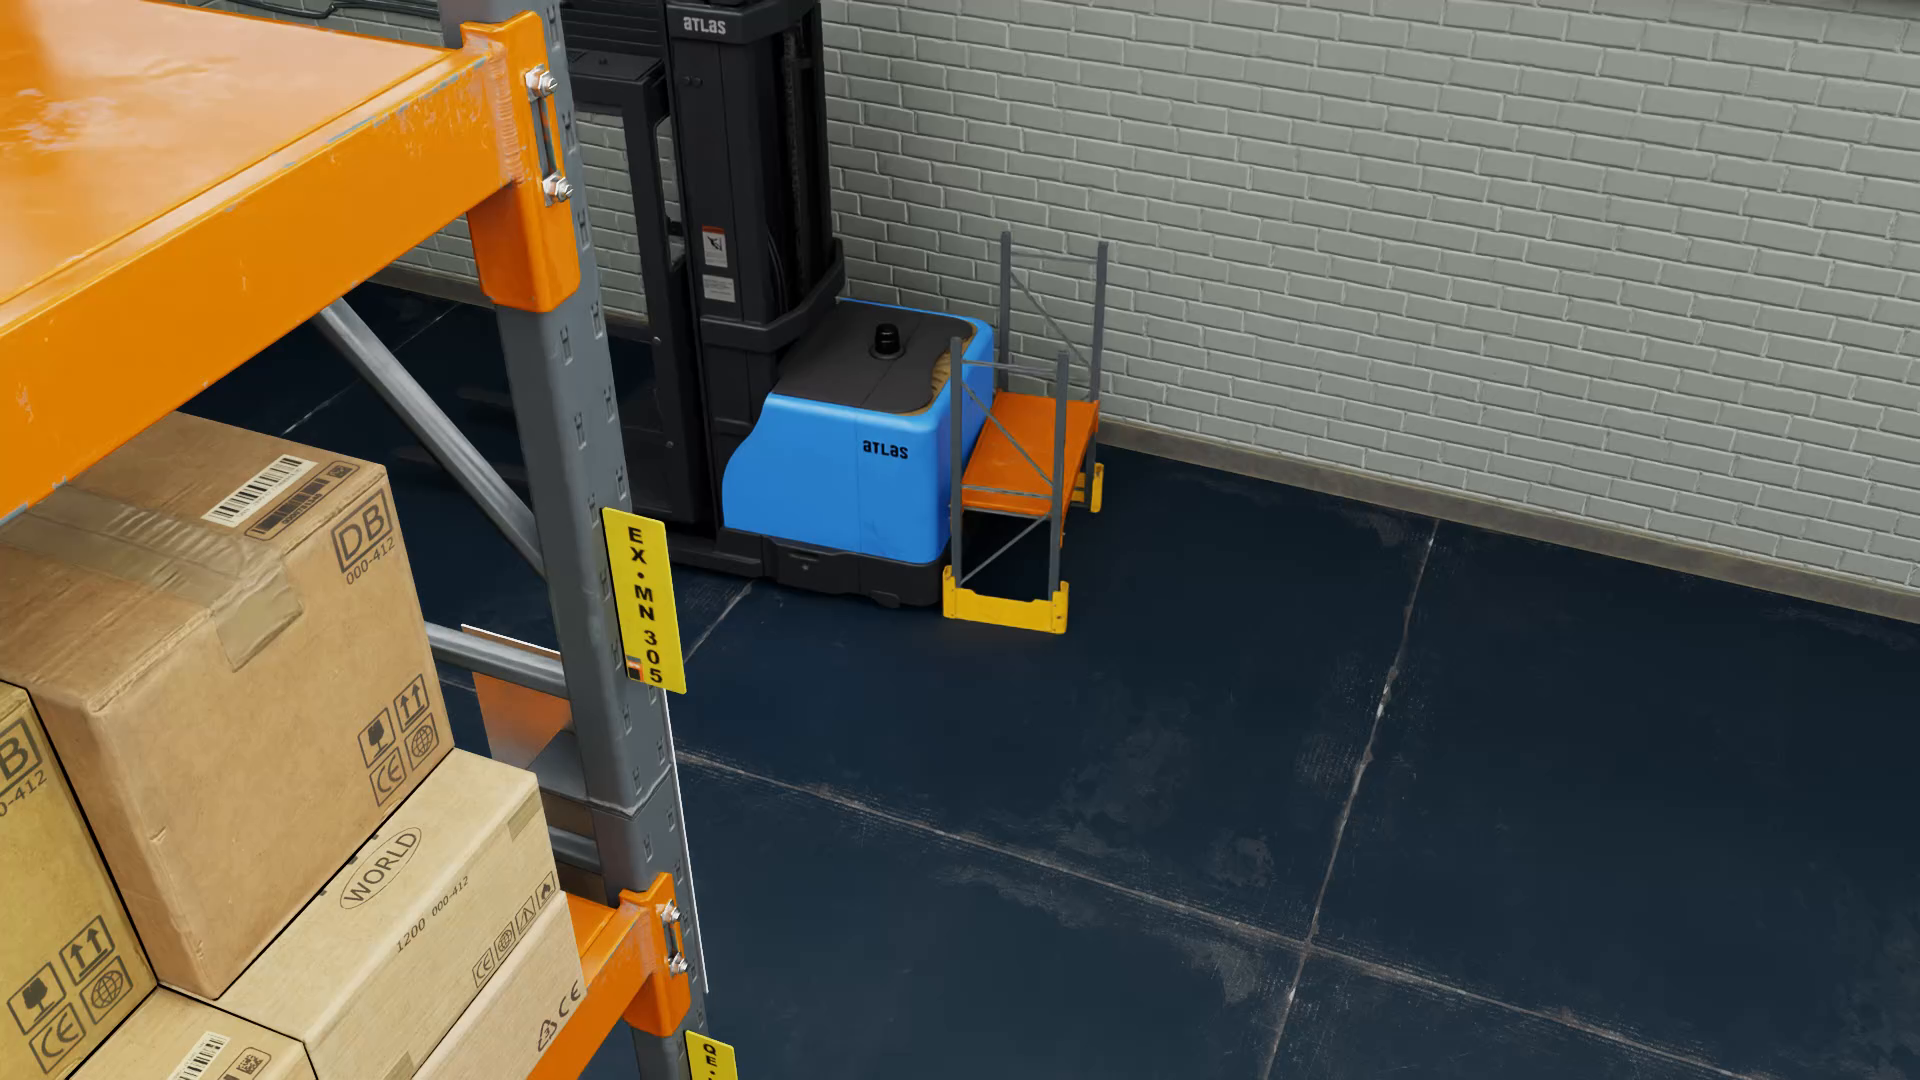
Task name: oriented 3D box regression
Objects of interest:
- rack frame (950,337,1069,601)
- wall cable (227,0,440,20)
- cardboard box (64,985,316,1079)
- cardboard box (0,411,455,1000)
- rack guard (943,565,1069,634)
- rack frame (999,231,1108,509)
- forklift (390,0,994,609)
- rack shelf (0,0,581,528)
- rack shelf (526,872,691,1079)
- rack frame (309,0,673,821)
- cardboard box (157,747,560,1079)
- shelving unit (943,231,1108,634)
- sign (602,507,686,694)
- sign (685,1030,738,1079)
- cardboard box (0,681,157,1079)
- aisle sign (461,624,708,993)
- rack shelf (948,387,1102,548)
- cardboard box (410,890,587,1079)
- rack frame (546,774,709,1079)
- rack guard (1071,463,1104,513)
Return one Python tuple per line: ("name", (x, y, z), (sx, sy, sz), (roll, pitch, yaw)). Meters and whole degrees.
("rack frame", (0.207, -0.210, 7.380), (0.500, 1.500, 0.032), (8, 38, 11))
("wall cable", (-3.073, -3.822, 8.542), (3.097, 2.526, 0.112), (14, 39, 18))
("cardboard box", (-1.123, 0.791, 1.990), (0.500, 0.250, 0.500), (14, 39, 18))
("cardboard box", (-1.154, 0.160, 2.208), (0.700, 0.500, 0.500), (14, 39, 18))
("rack guard", (0.211, 0.279, 7.769), (0.587, 0.250, 0.087), (8, 38, 11))
("rack frame", (0.438, -0.803, 8.173), (0.500, 1.500, 0.032), (8, 38, 11))
("forklift", (-1.399, -1.361, 7.724), (3.031, 2.935, 1.130), (11, 38, 14))
("rack shelf", (-1.734, 0.507, 0.760), (1.077, 0.370, 4.000), (14, 39, 18))
("rack shelf", (-1.734, 1.707, 1.657), (1.077, 0.370, 4.000), (14, 39, 18))
("rack frame", (-0.973, -0.890, 2.025), (1.000, 3.000, 0.127), (14, 39, 18))
("cardboard box", (-0.933, 0.514, 2.360), (0.500, 0.250, 0.500), (14, 39, 18))
("shelving unit", (0.325, -0.512, 7.784), (0.587, 1.500, 1.083), (8, 38, 11))
("sign", (-0.468, 0.095, 2.474), (0.100, 0.325, 0.005), (14, 39, 18))
("sign", (-0.468, 1.061, 3.196), (0.100, 0.325, 0.005), (14, 39, 18))
("cardboard box", (-1.422, 0.417, 1.864), (0.700, 0.500, 0.500), (14, 39, 18))
("aisle sign", (-0.664, 0.504, 3.000), (0.394, 0.787, 0.004), (14, 39, 18))
("rack shelf", (0.322, -0.363, 7.884), (0.538, 0.185, 1.000), (8, 38, 11))
("cardboard box", (-0.925, 0.717, 2.507), (0.500, 0.250, 0.500), (14, 39, 18))
("rack frame", (-0.973, 1.513, 3.821), (1.000, 3.000, 0.127), (14, 39, 18))
("rack guard", (0.438, -0.302, 8.546), (0.587, 0.250, 0.087), (8, 38, 11))
